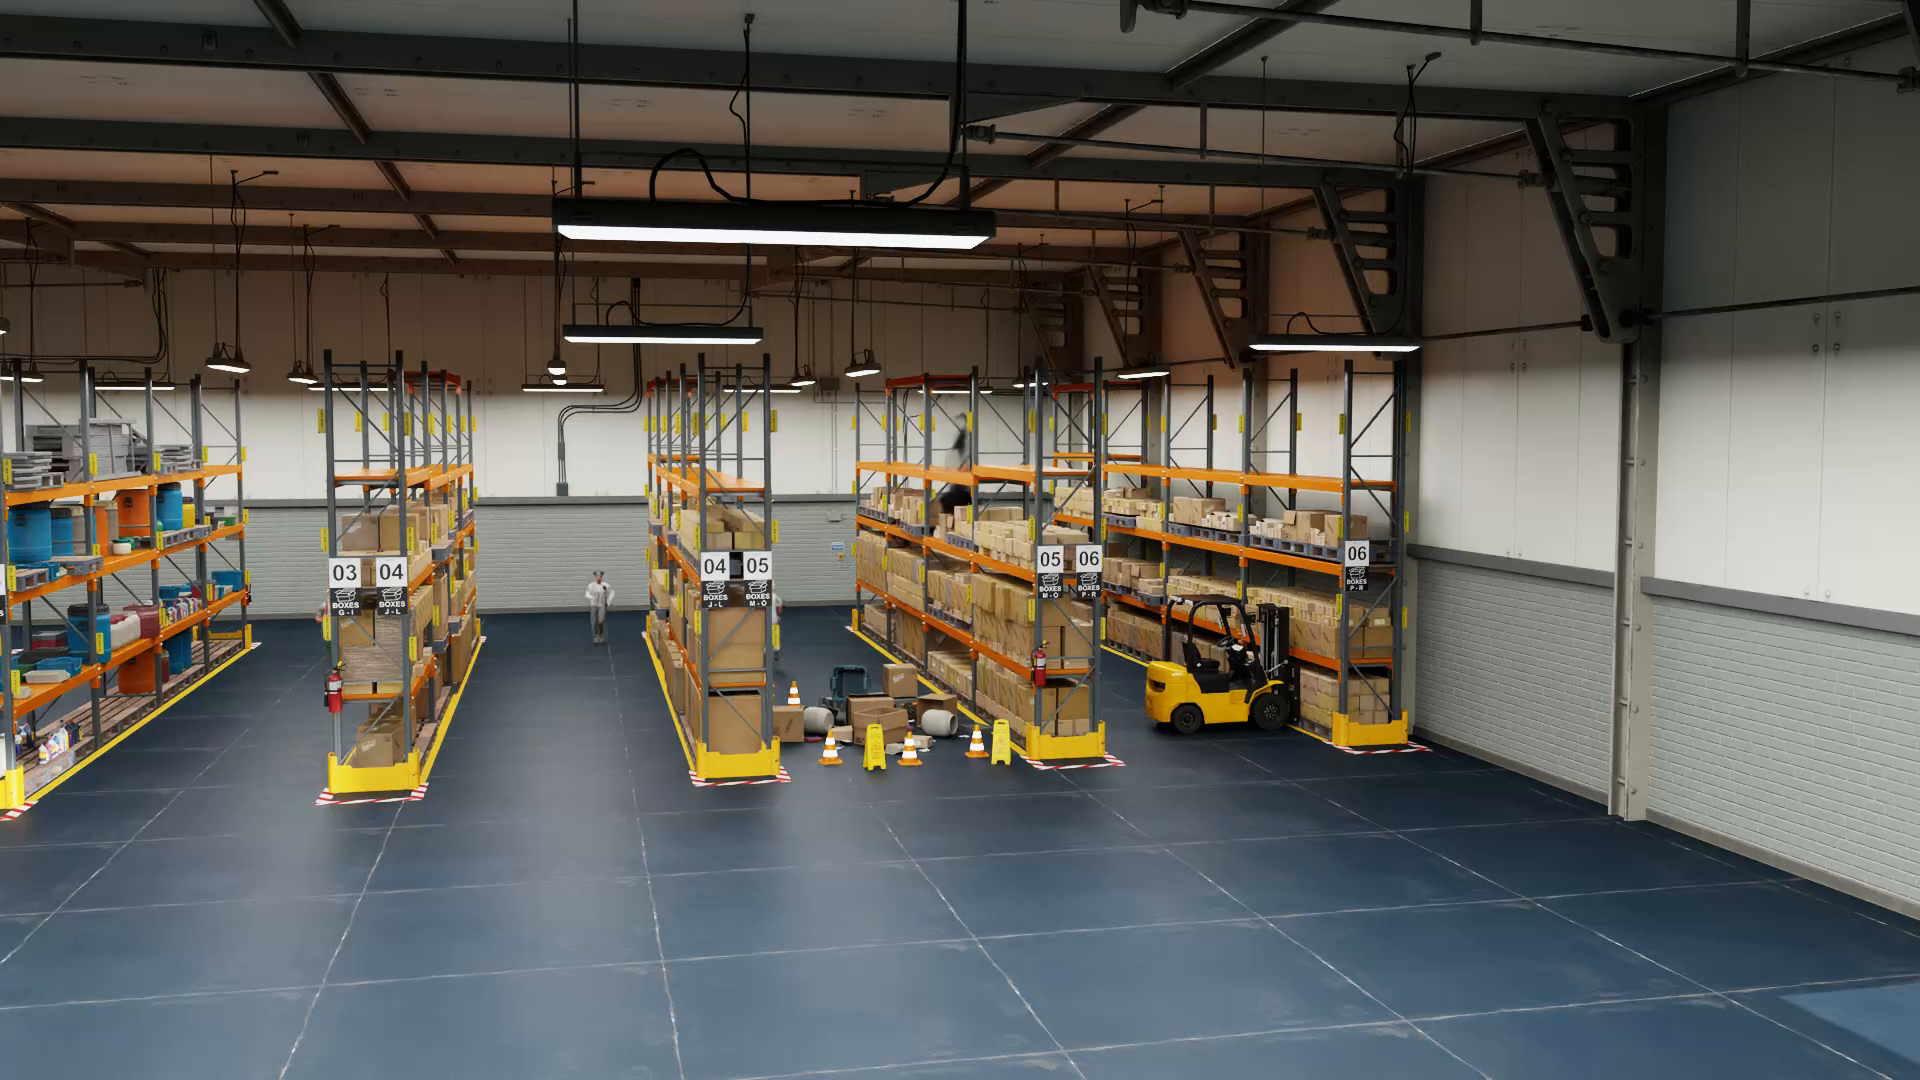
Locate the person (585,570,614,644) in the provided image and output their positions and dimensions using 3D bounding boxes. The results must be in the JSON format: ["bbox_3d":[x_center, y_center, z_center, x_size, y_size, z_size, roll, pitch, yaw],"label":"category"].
[{"bbox_3d":[-8.231,1.532,37.932,0.634,1.691,0.658,0,4,-5],"label":"person"}]

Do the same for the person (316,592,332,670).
[{"bbox_3d":[-12.302,1.833,32.693,0.654,1.811,0.991,-1,4,-19],"label":"person"}]

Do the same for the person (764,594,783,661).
[{"bbox_3d":[-4.017,1.724,34.634,0.644,1.751,0.630,-1,4,-12],"label":"person"}]
